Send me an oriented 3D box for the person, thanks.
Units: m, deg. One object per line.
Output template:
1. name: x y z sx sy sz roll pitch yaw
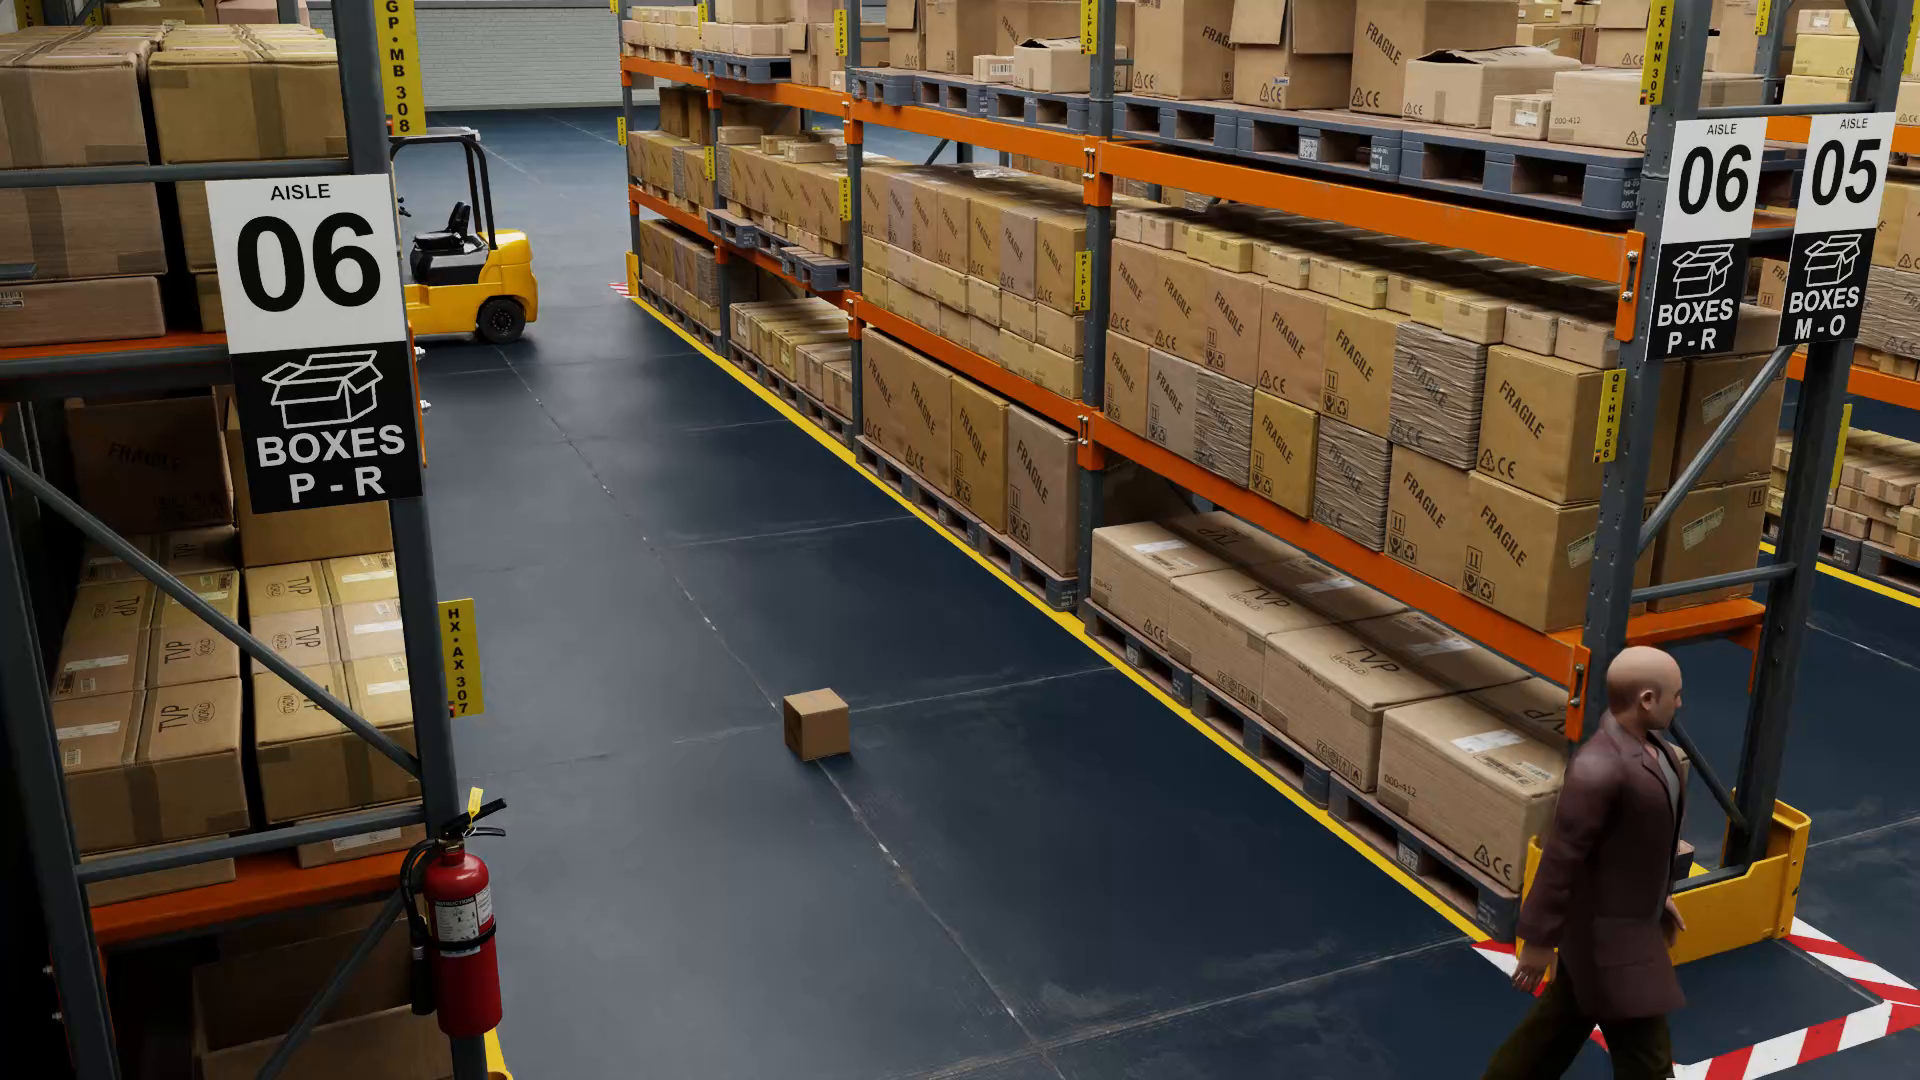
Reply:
1. person: 2.088 1.182 5.033 0.930 1.732 0.665 12 22 31
